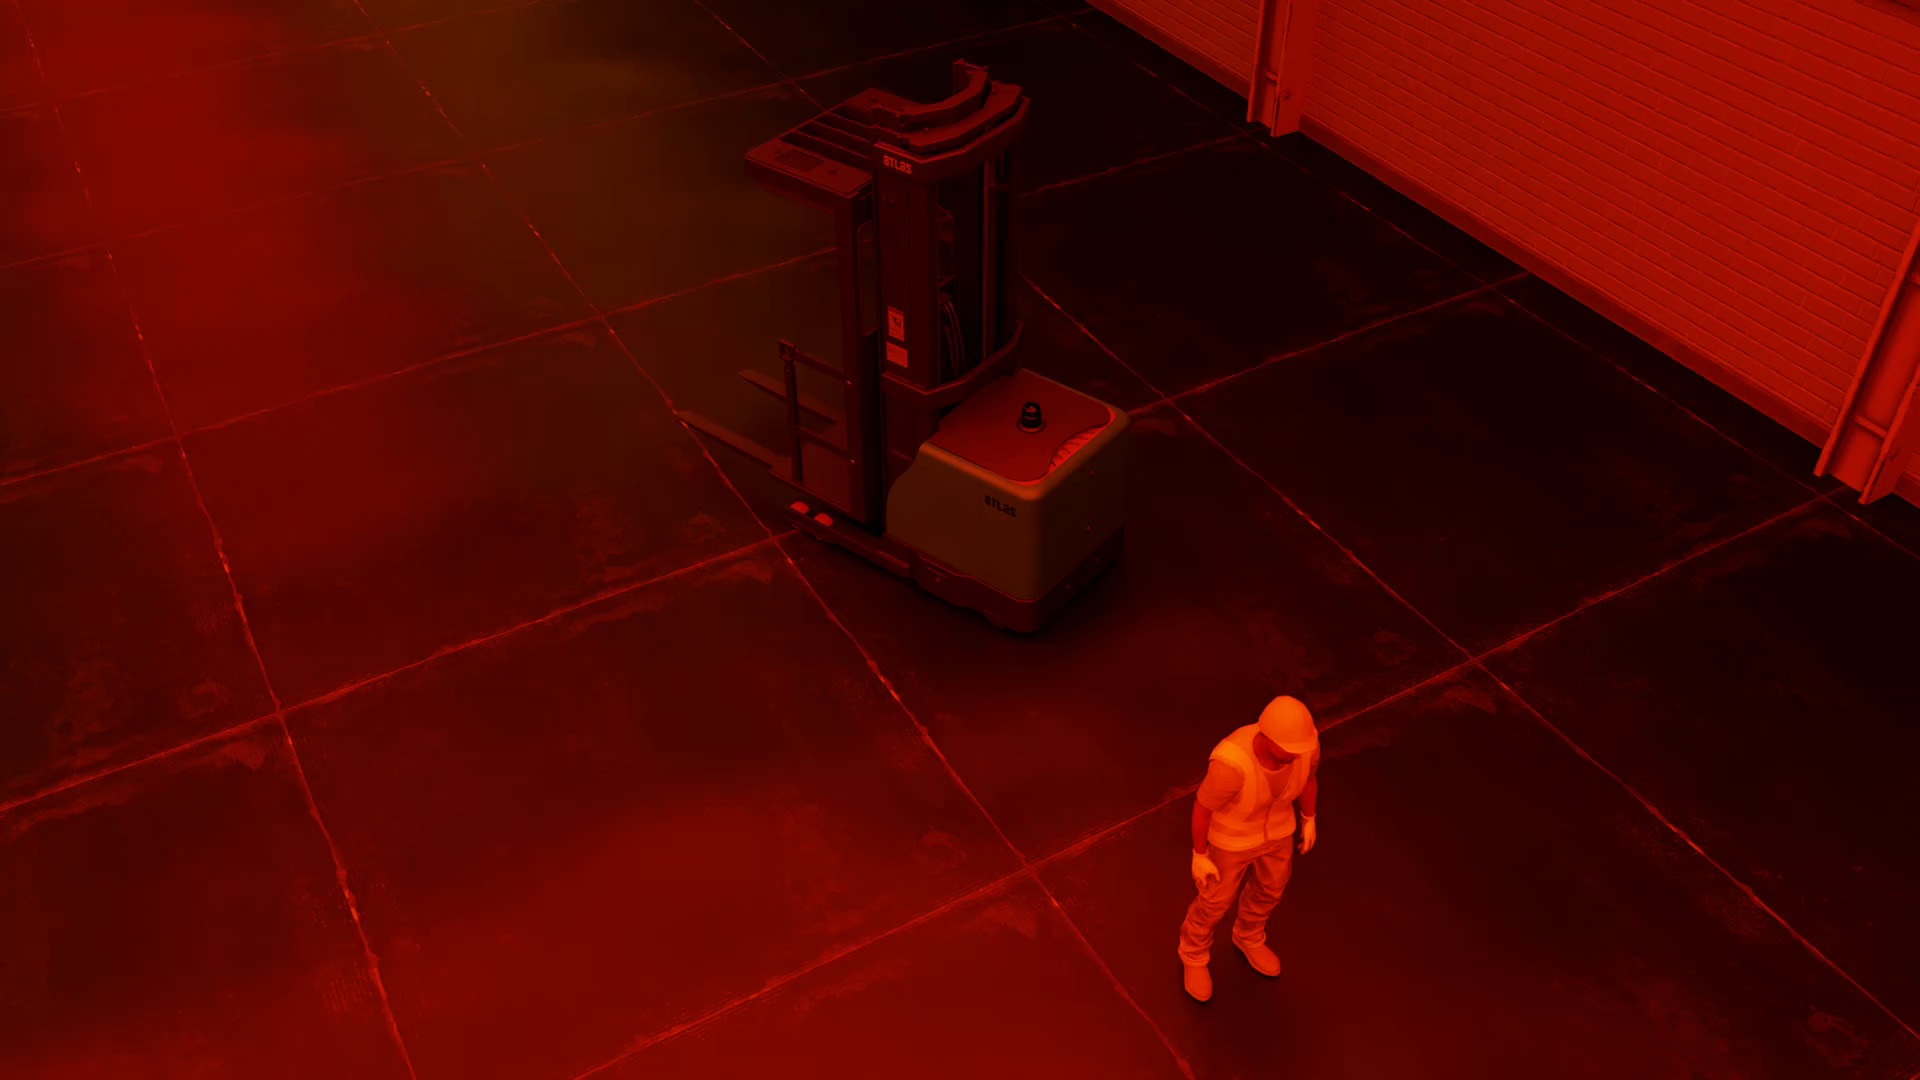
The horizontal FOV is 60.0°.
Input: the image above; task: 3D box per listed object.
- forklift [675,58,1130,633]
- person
[{"bbox_3d":[-0.481,-1.366,9.683,3.031,2.935,1.130,26,46,28],"label":"forklift"},{"bbox_3d":[1.296,1.317,7.357,0.632,1.775,0.449,-15,42,-17],"label":"person"}]
